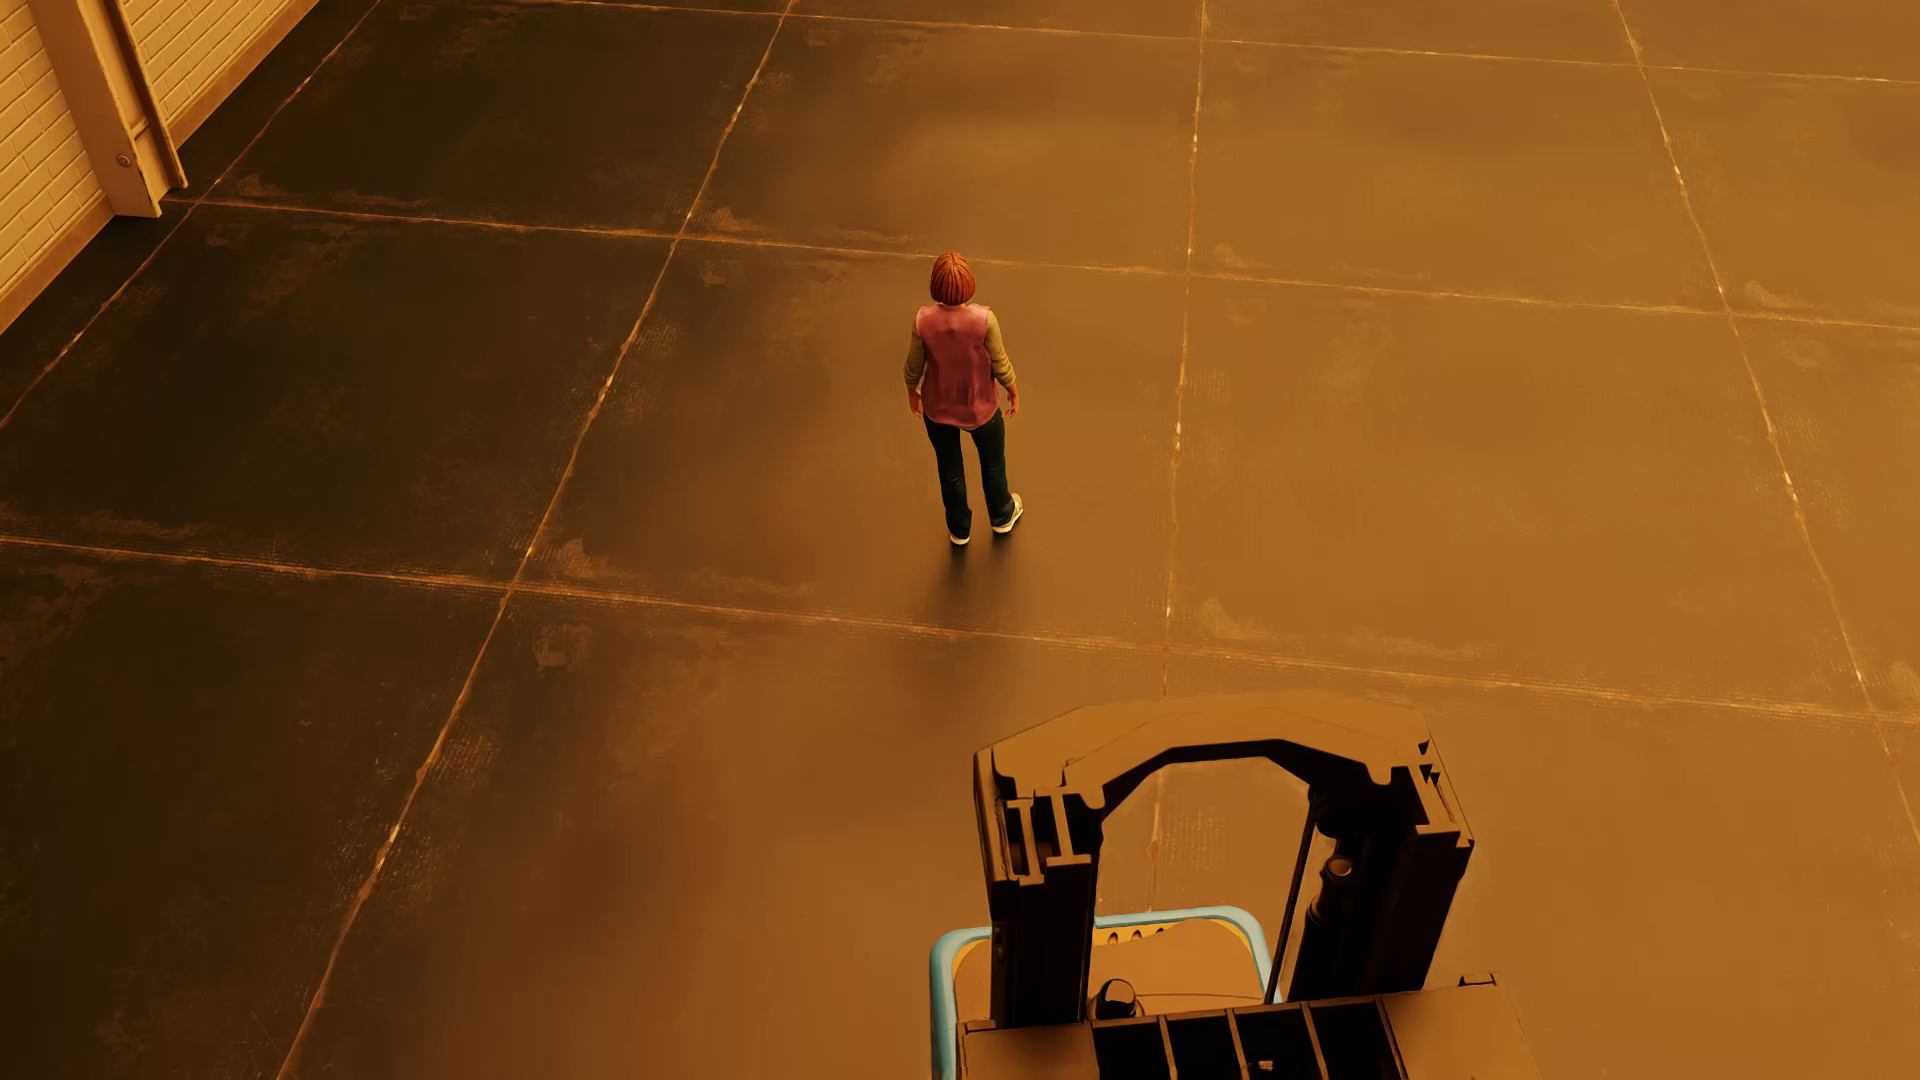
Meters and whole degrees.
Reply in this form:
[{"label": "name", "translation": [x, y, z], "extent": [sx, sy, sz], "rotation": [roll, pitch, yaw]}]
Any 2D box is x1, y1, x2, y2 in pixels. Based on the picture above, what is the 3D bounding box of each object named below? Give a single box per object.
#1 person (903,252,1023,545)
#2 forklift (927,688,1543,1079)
[{"label": "person", "translation": [0.024, -0.642, 7.398], "extent": [0.520, 1.597, 0.476], "rotation": [5, 43, 6]}, {"label": "forklift", "translation": [0.561, 1.853, 3.707], "extent": [1.130, 2.935, 3.031], "rotation": [-4, 43, -4]}]
